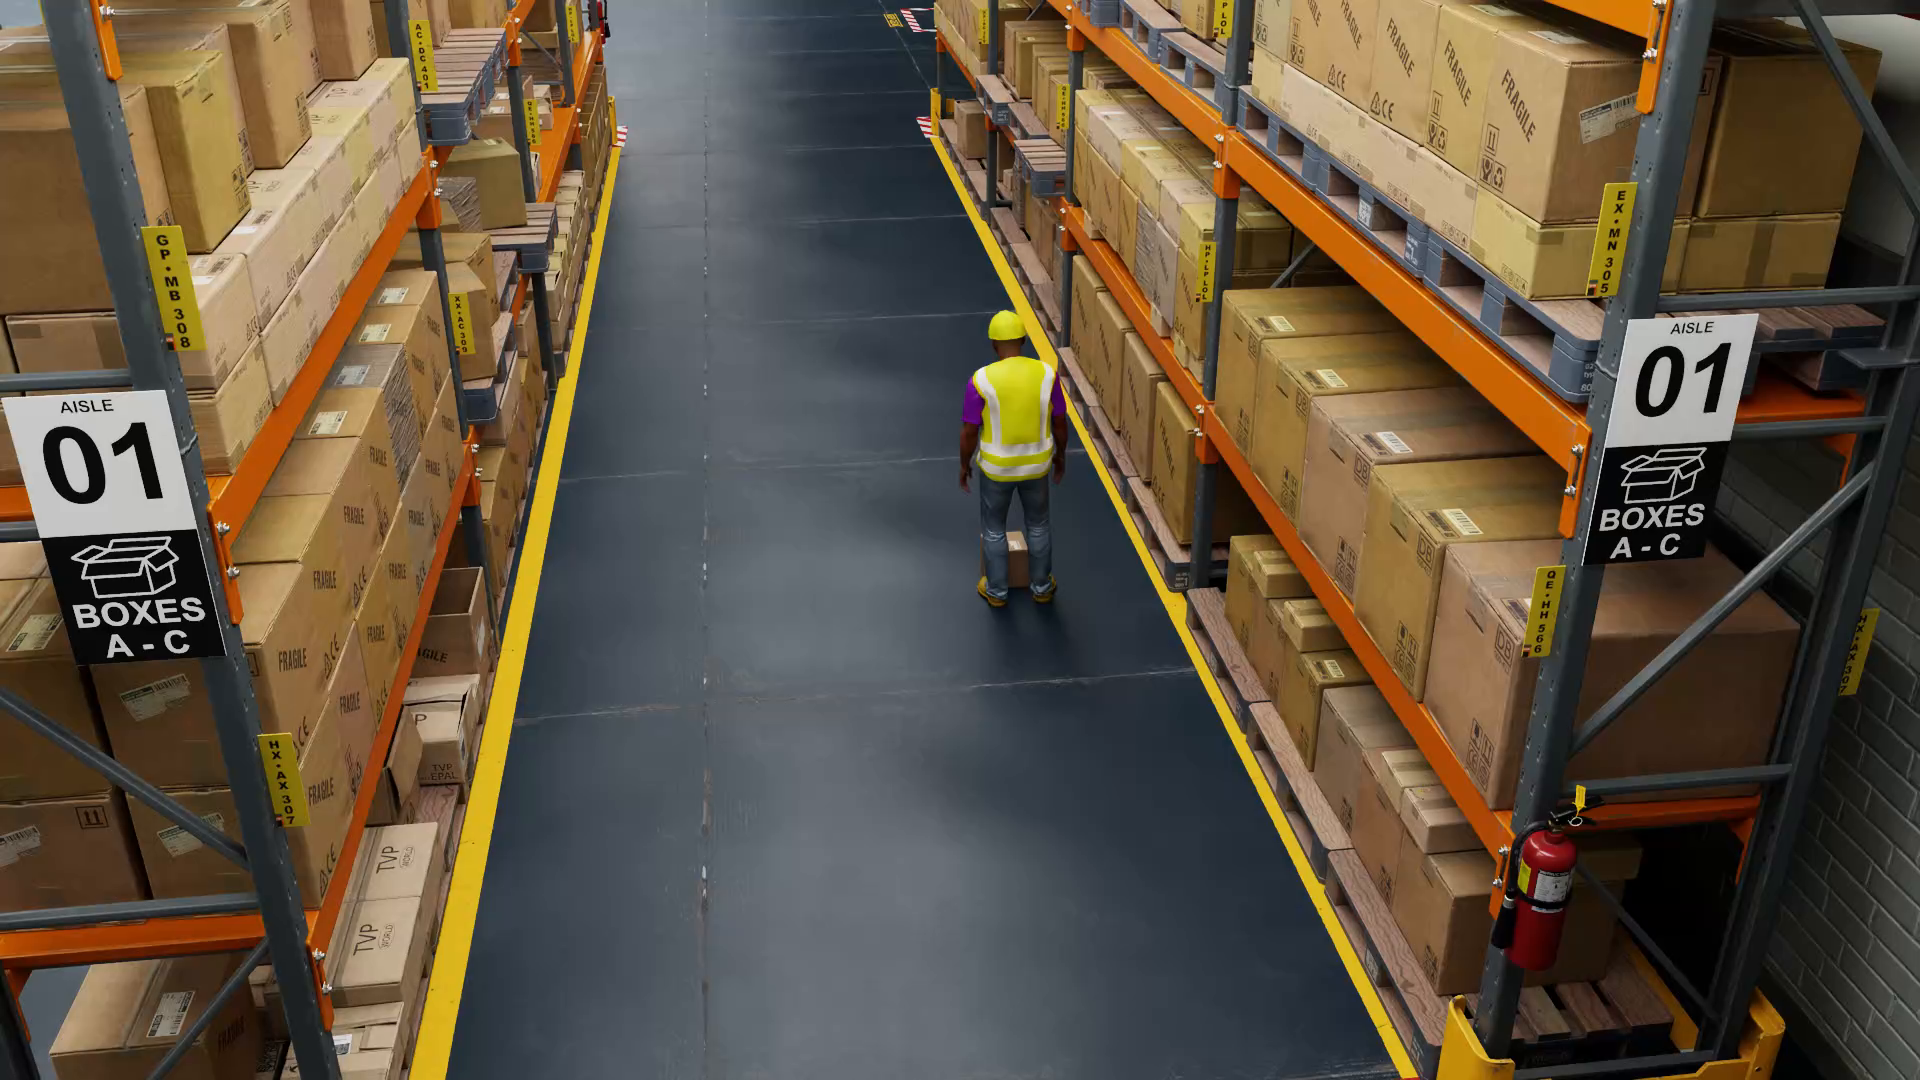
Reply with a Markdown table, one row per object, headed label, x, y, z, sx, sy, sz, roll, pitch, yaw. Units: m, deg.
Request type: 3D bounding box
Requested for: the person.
| label | x | y | z | sx | sy | sz | roll | pitch | yaw |
| --- | --- | --- | --- | --- | --- | --- | --- | --- | --- |
| person | 0.299 | -0.448 | 9.480 | 0.633 | 1.759 | 0.459 | -5 | 27 | -10 |
